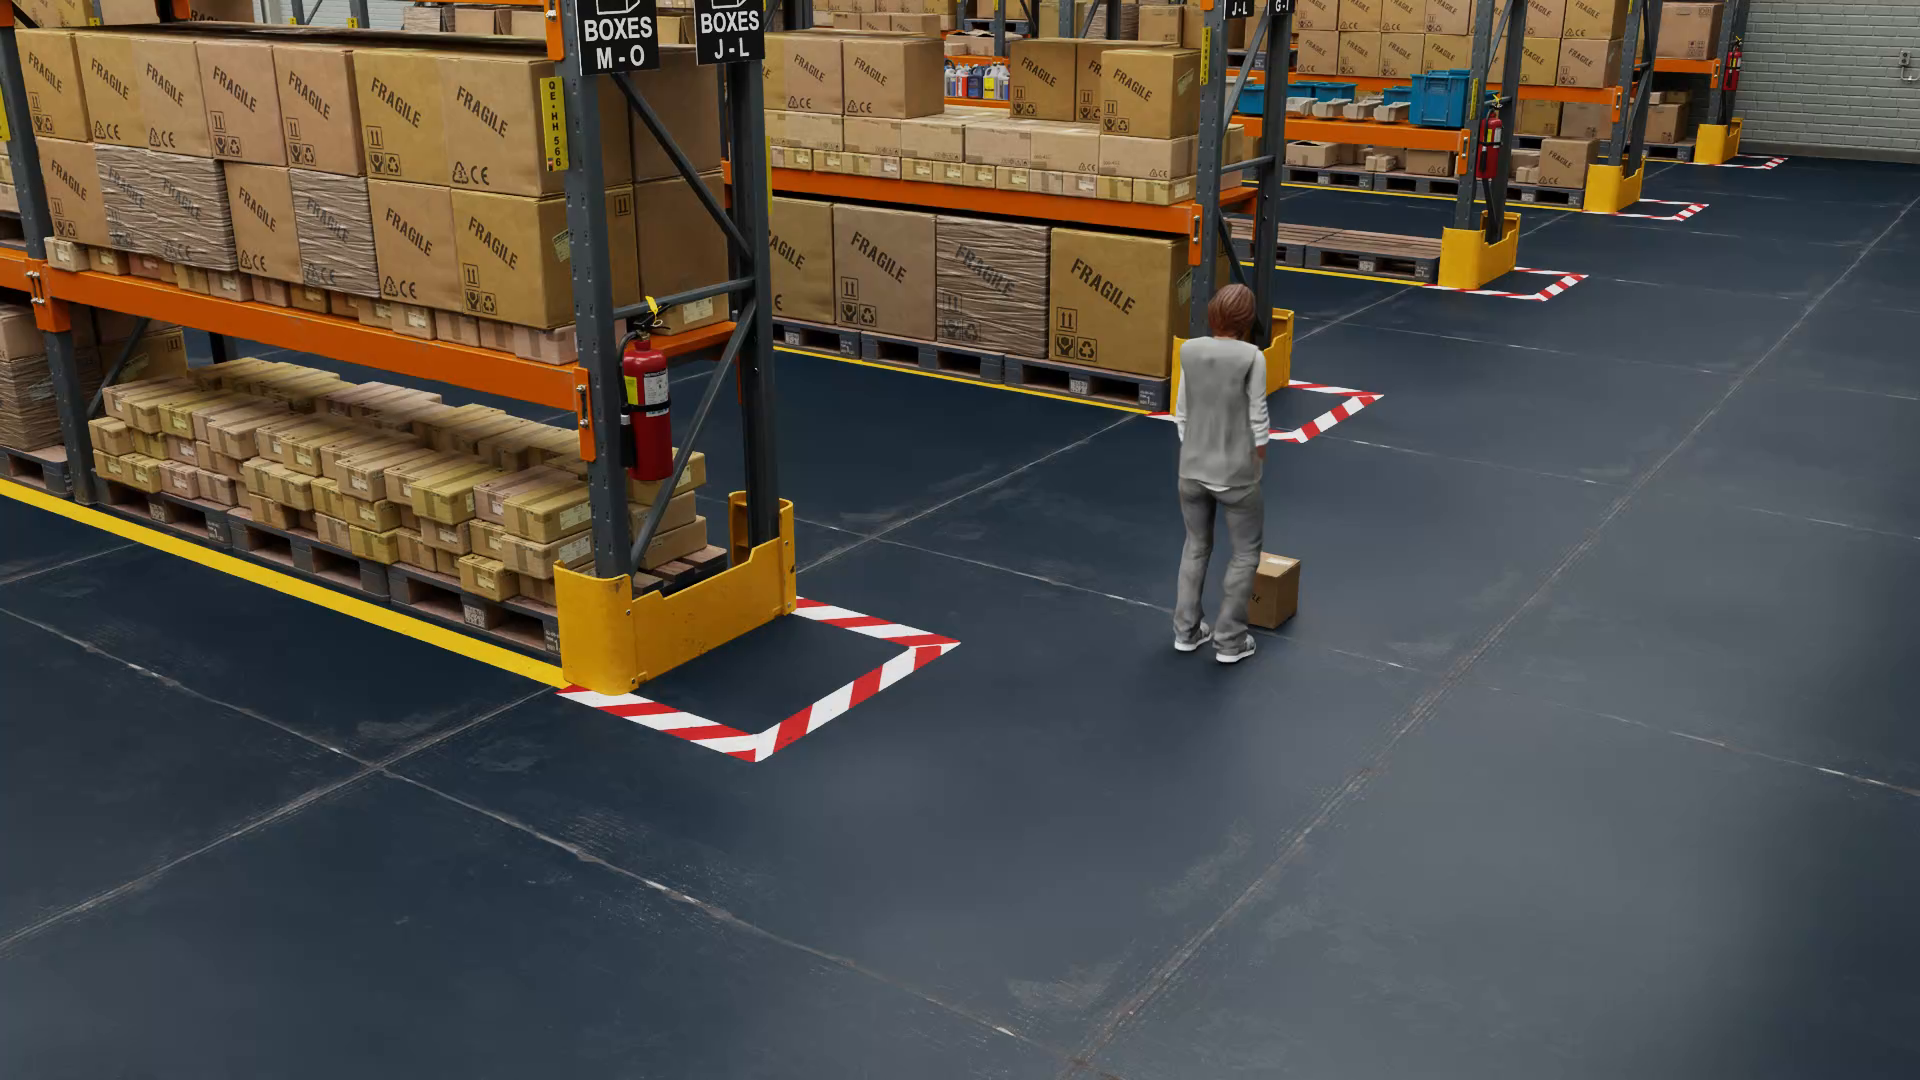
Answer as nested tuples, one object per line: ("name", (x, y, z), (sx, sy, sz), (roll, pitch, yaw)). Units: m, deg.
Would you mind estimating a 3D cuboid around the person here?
("person", (1.066, -0.257, 6.876), (0.430, 1.549, 0.400), (14, 24, 33))
